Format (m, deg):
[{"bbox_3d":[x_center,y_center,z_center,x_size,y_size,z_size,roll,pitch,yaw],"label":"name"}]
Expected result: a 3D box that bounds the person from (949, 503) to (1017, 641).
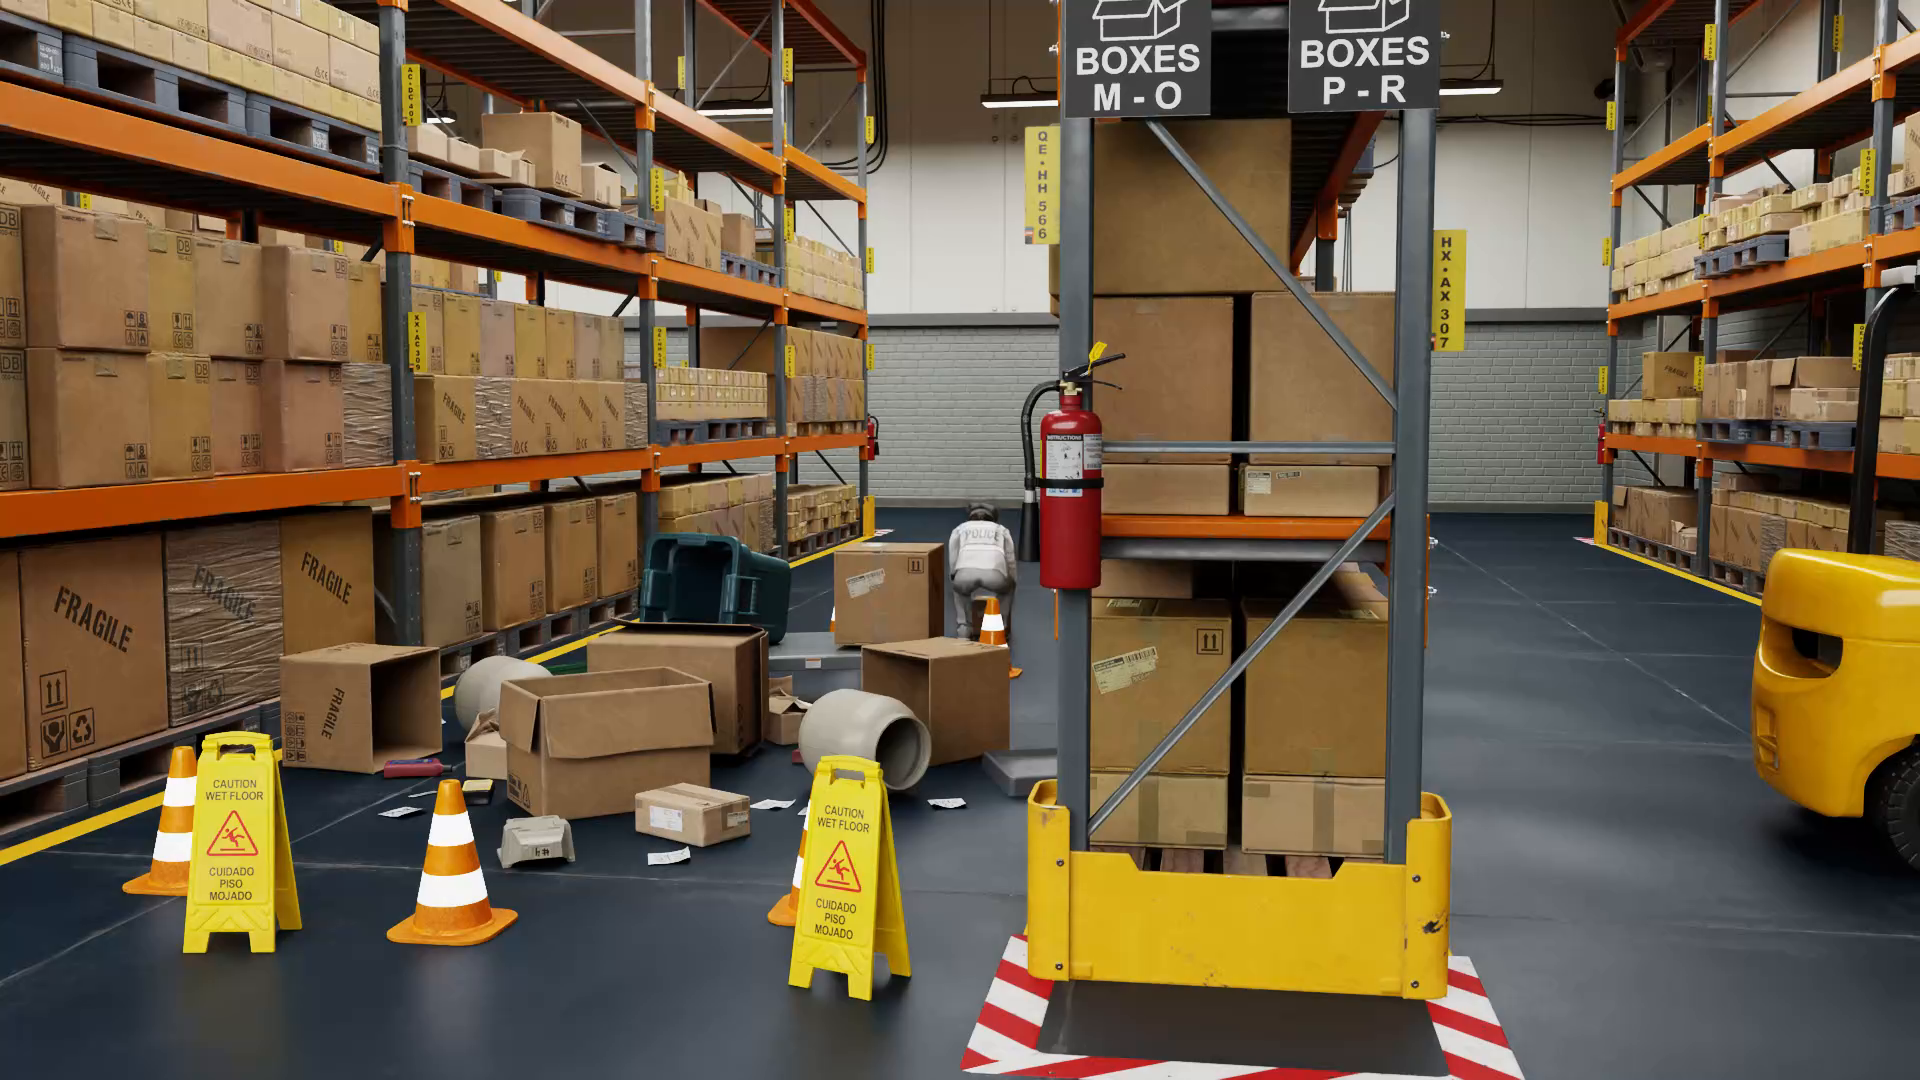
[{"bbox_3d":[0.144,0.227,11.605,0.483,0.946,0.851,1,5,8],"label":"person"}]
